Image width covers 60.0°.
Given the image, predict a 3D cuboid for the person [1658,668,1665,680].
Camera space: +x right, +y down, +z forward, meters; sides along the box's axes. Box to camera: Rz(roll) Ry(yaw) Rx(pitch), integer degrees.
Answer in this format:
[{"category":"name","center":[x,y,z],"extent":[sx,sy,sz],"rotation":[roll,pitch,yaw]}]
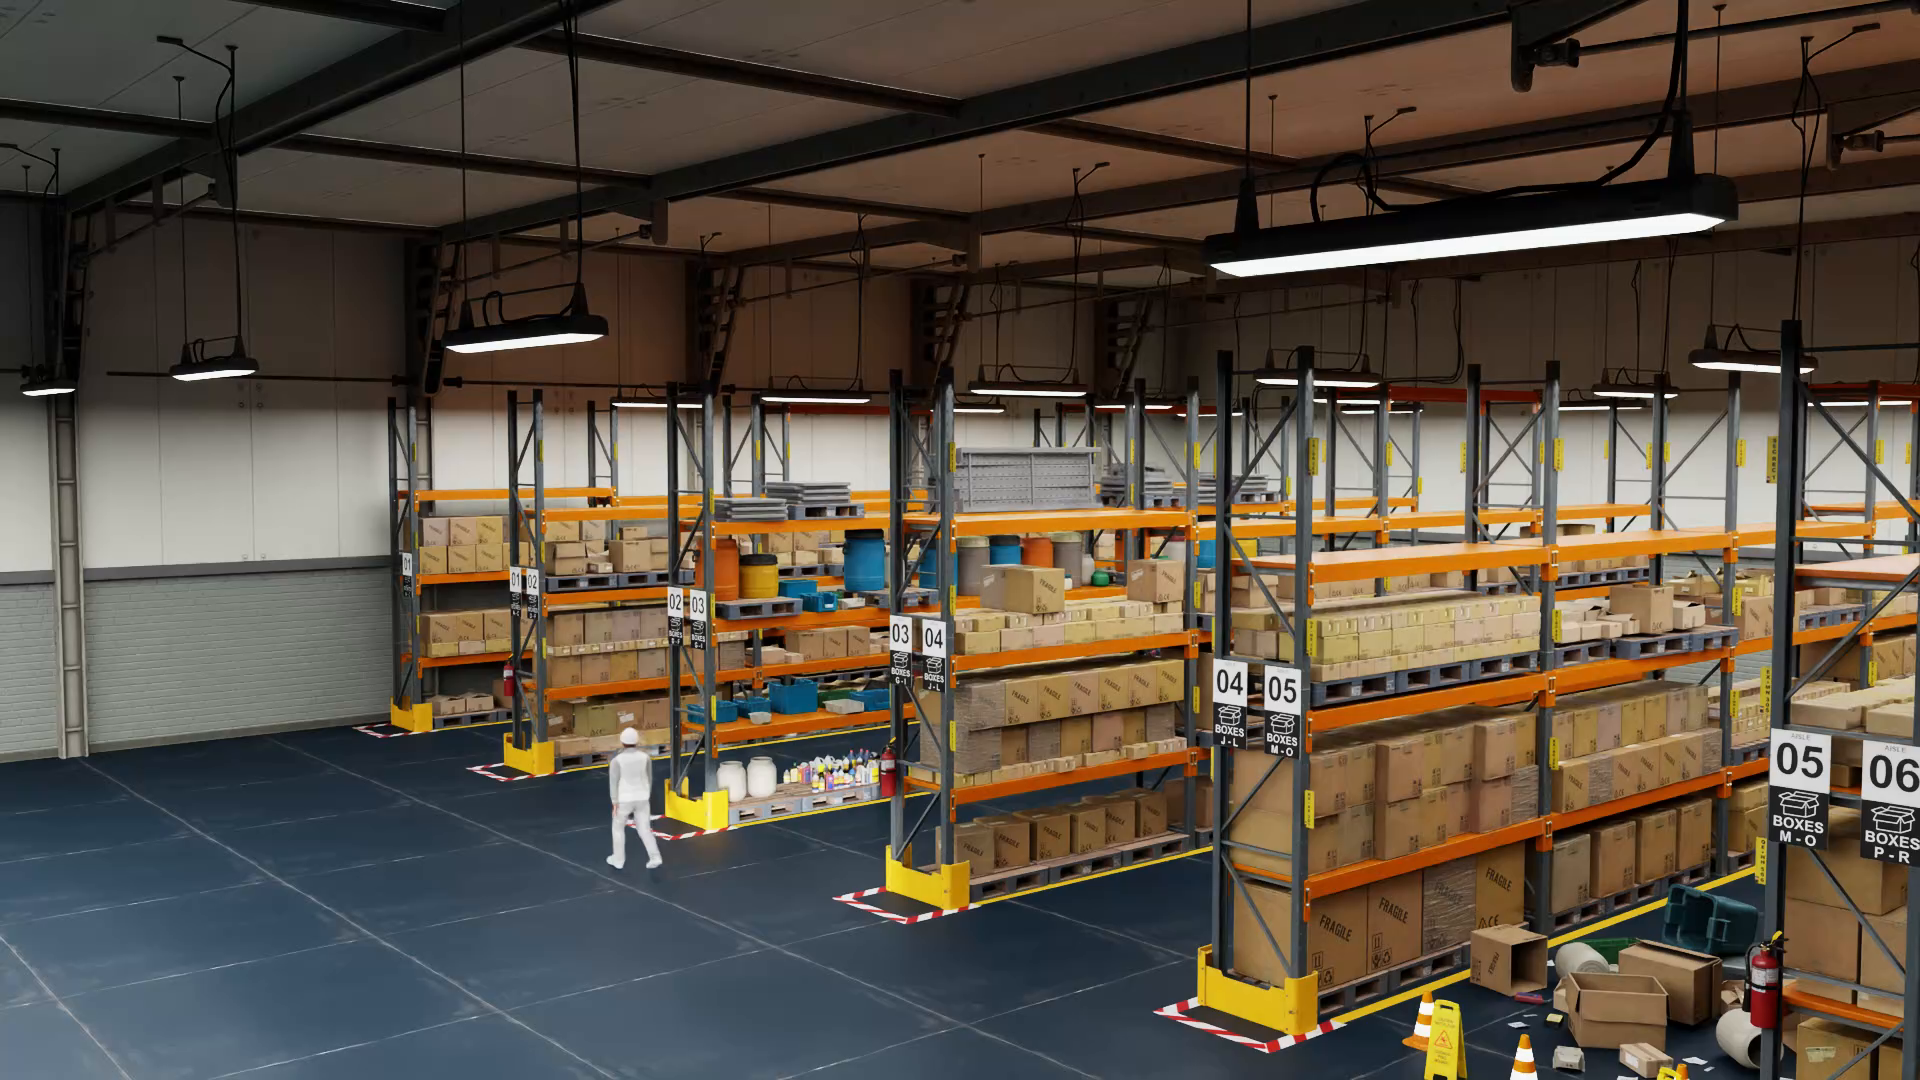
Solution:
[{"category":"person","center":[10.997,2.798,26.287],"extent":[0.480,1.673,0.523],"rotation":[-2,4,-24]}]

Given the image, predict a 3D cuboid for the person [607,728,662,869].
[{"category":"person","center":[-3.949,3.124,19.997],"extent":[0.542,1.738,0.999],"rotation":[-3,4,-37]}]
